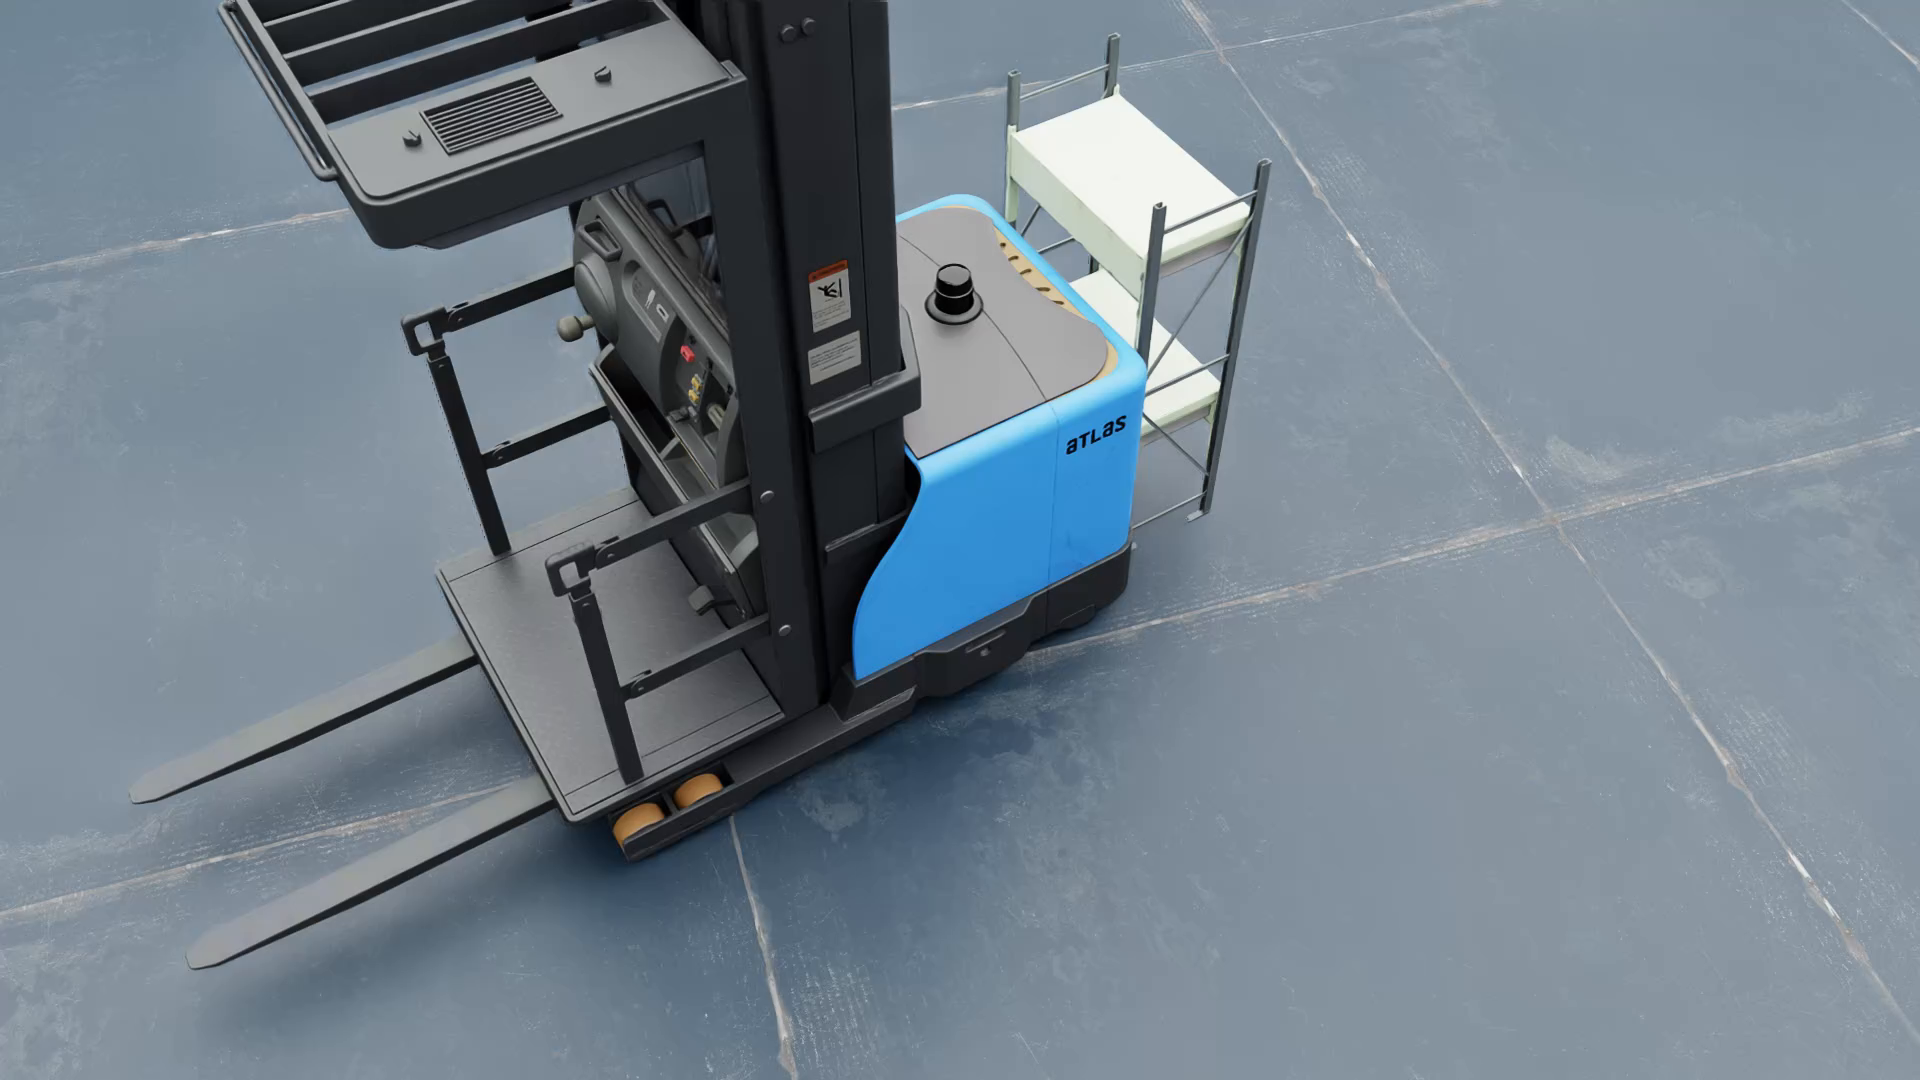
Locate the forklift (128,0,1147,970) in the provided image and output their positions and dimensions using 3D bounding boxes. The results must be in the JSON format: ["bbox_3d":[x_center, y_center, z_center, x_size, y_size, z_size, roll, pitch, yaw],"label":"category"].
[{"bbox_3d":[-0.965,-0.470,4.229,3.031,2.935,1.130,-25,54,-20],"label":"forklift"}]

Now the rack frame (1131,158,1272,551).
[{"bbox_3d":[0.703,-0.509,5.198,0.400,1.500,0.023,-25,54,-20],"label":"rack frame"}]

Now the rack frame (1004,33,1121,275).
[{"bbox_3d":[0.316,-0.984,5.598,0.400,1.500,0.023,-25,54,-20],"label":"rack frame"}]

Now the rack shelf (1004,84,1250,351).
[{"bbox_3d":[0.510,-0.998,5.100,0.431,0.370,0.720,-25,54,-20],"label":"rack shelf"}]

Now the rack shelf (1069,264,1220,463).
[{"bbox_3d":[0.509,-0.536,5.647,0.431,0.370,0.720,-25,54,-20],"label":"rack shelf"}]

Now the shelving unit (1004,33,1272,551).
[{"bbox_3d":[0.510,-0.746,5.398,0.431,1.500,0.755,-25,54,-20],"label":"shelving unit"}]
